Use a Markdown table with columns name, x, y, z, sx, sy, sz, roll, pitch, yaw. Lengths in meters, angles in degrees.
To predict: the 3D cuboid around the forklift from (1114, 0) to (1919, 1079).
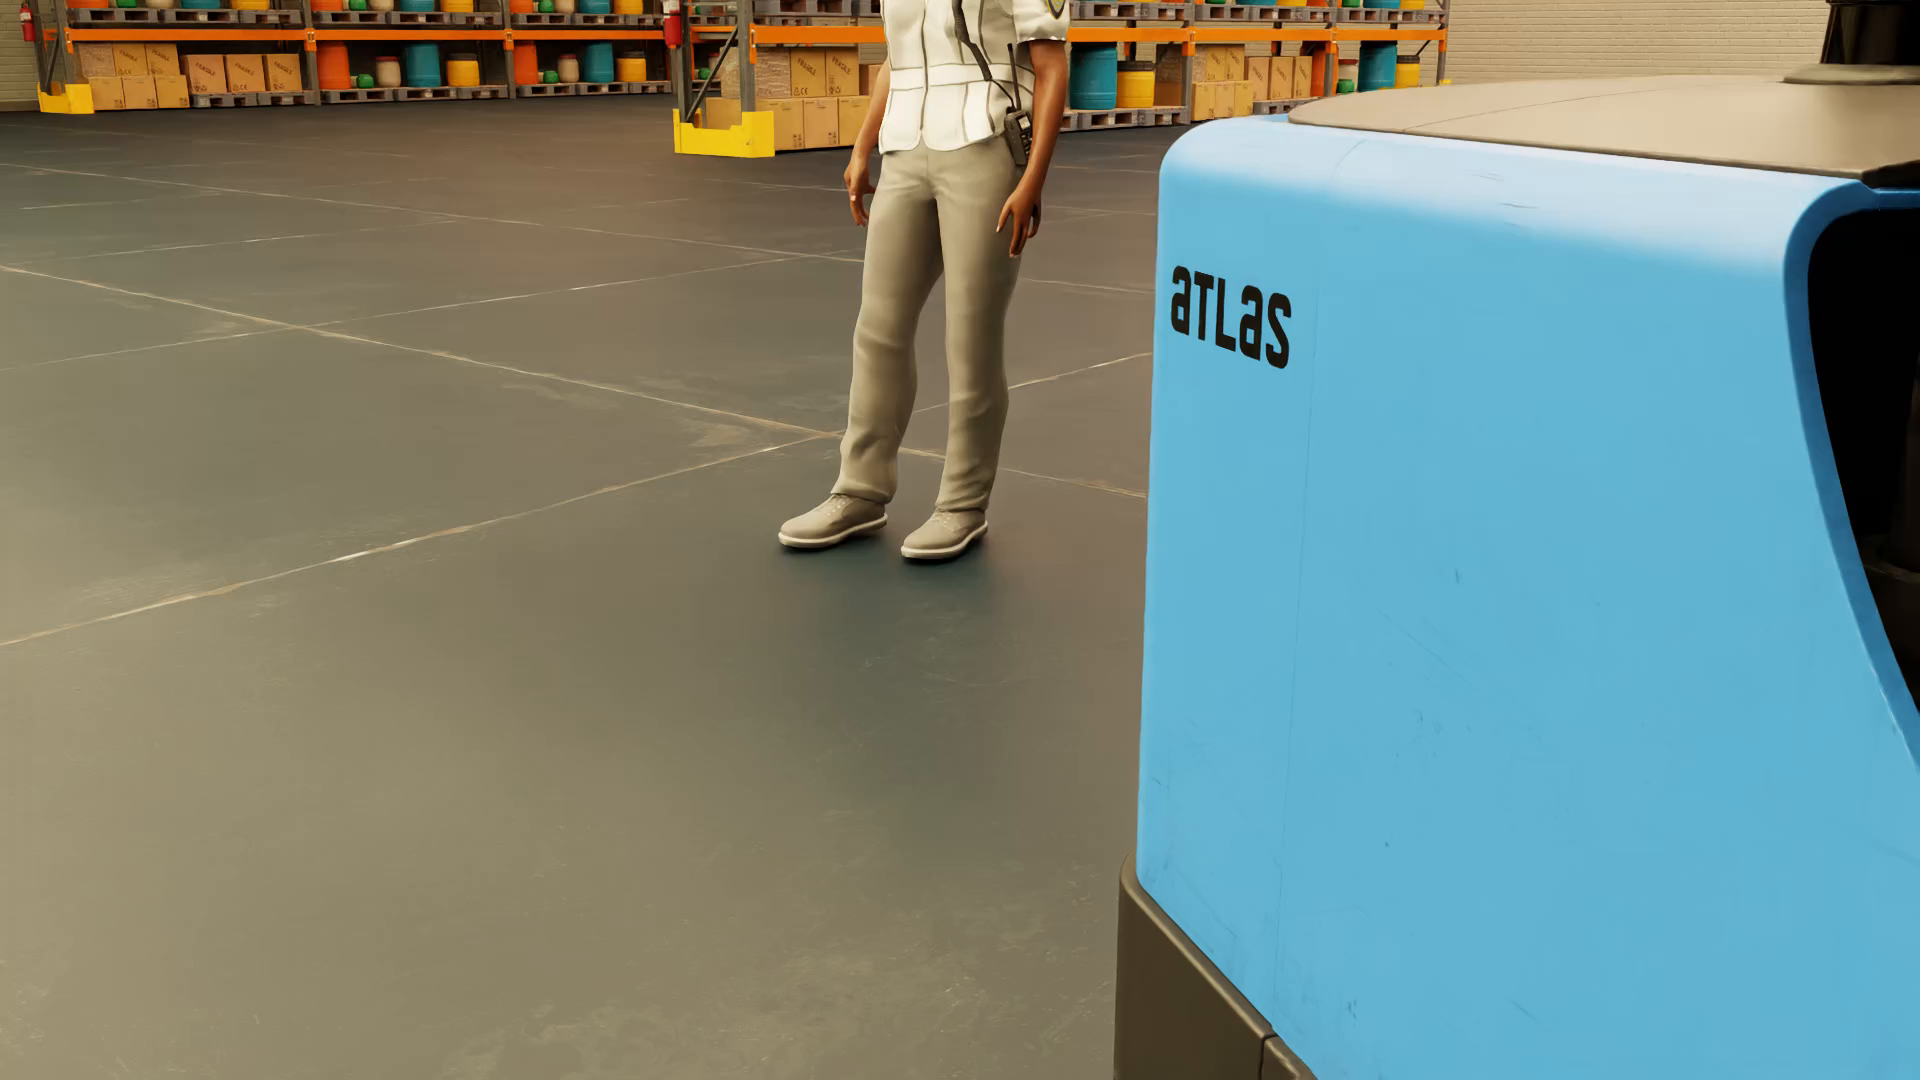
| name | x | y | z | sx | sy | sz | roll | pitch | yaw |
| --- | --- | --- | --- | --- | --- | --- | --- | --- | --- |
| forklift | 1.138 | -0.412 | 0.253 | 1.130 | 2.935 | 3.031 | -6 | 18 | -19 |

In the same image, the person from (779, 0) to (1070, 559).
| name | x | y | z | sx | sy | sz | roll | pitch | yaw |
| --- | --- | --- | --- | --- | --- | --- | --- | --- | --- |
| person | -0.063 | -0.804 | 3.651 | 0.569 | 1.693 | 0.528 | 13 | 21 | 37 |
